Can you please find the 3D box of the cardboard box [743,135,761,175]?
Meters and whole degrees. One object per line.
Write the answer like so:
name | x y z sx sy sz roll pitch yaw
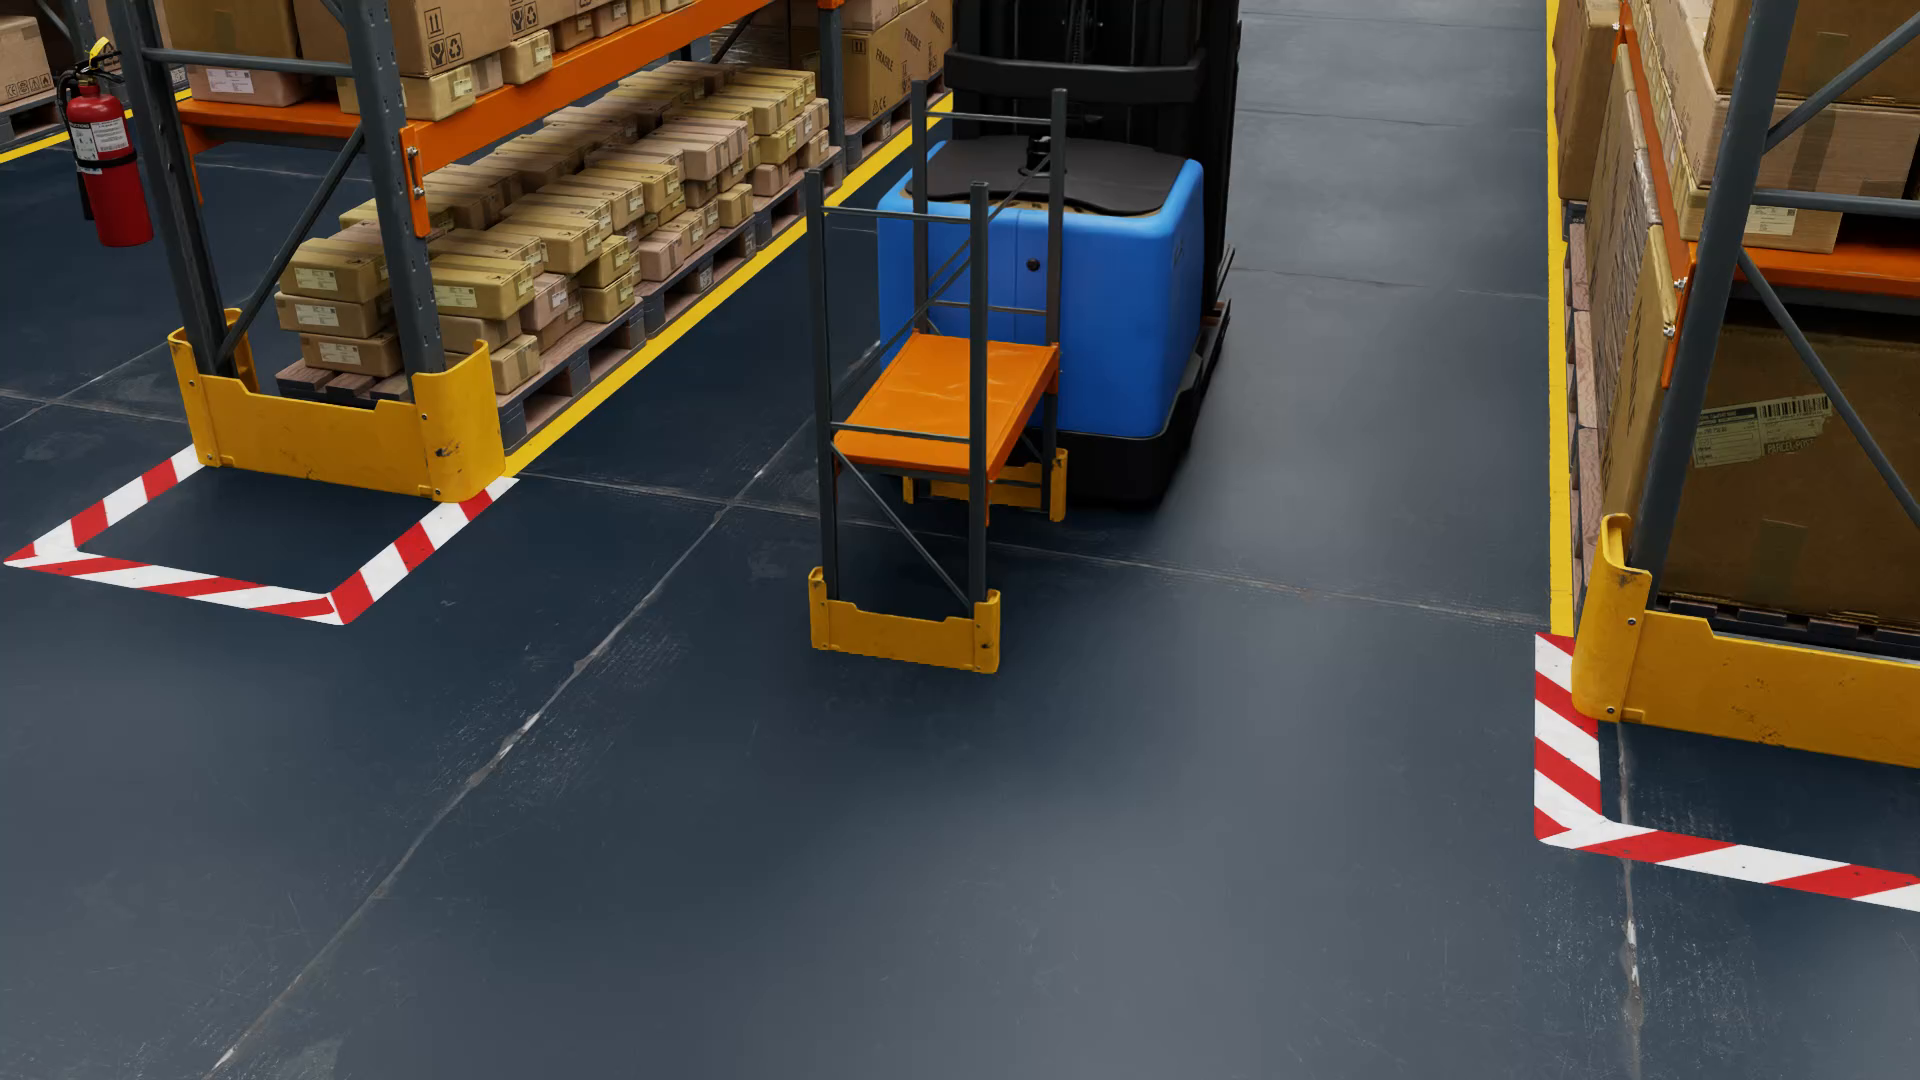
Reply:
cardboard box | -1.226 -1.940 8.346 0.380 0.149 0.250 9 30 15

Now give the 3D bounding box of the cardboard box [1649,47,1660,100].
cardboard box | 2.636 -1.621 5.836 0.380 0.149 0.250 9 30 16

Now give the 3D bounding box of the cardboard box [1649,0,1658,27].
cardboard box | 2.886 -2.078 6.248 0.500 0.250 0.500 9 30 16

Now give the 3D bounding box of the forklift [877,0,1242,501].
forklift | 0.573 -2.120 6.546 1.130 2.935 3.031 7 30 13

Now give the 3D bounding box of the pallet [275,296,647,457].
pallet | -2.020 -0.752 6.884 1.003 0.211 1.213 8 30 15

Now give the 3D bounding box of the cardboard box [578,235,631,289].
cardboard box | -1.615 -1.186 6.991 0.380 0.149 0.250 9 30 16

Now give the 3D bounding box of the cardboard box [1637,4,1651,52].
cardboard box | 2.862 -1.981 6.483 0.380 0.149 0.250 8 30 14

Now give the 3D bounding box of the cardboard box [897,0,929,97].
cardboard box | -0.516 -3.064 10.312 0.500 0.500 0.500 10 31 17

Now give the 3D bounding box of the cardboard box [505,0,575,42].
cardboard box | -1.786 -2.158 6.134 0.500 0.500 0.500 9 30 15

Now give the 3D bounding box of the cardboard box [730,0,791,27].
cardboard box | -1.164 -3.222 9.825 0.500 0.250 0.500 8 30 14

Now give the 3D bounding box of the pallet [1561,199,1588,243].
pallet | 3.726 -1.817 8.800 1.003 0.211 1.213 8 30 15

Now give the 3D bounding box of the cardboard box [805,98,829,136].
cardboard box | -0.929 -2.297 8.988 0.380 0.149 0.250 9 30 16

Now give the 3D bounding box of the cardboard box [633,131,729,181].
cardboard box | -1.309 -1.800 7.788 0.380 0.149 0.250 7 30 13

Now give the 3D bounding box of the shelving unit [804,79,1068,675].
shelving unit | -0.042 -0.536 5.172 0.587 1.500 1.083 7 30 13

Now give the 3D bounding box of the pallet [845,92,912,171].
pallet | -0.913 -2.565 10.143 1.003 0.211 1.213 8 30 15

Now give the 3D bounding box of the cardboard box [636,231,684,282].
cardboard box | -1.470 -1.286 7.477 0.380 0.149 0.250 7 30 12

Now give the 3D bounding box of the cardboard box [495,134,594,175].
cardboard box | -1.923 -1.766 7.727 0.380 0.149 0.250 9 30 15

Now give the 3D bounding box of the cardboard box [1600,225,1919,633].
cardboard box | 2.509 -0.371 5.086 0.875 0.875 0.875 8 30 15

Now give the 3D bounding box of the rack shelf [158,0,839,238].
rack shelf | -1.728 -2.177 7.318 1.077 0.370 4.000 8 30 15

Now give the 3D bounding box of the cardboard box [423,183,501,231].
cardboard box | -2.182 -1.400 7.071 0.380 0.149 0.250 7 30 13

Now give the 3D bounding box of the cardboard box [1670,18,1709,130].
cardboard box | 2.435 -1.371 4.977 0.500 0.250 0.500 8 30 14

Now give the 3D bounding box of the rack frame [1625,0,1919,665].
rack frame | 2.397 -0.808 4.116 1.000 3.000 0.127 8 30 15

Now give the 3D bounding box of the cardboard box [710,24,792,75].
cardboard box | -1.164 -2.892 10.003 0.500 0.500 0.500 8 30 14

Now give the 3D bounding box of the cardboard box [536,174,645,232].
cardboard box | -1.590 -1.454 7.166 0.380 0.149 0.250 10 31 17

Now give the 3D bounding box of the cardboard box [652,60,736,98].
cardboard box | -1.440 -2.488 9.026 0.380 0.149 0.250 10 31 17

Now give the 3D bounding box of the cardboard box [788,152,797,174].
cardboard box | -1.086 -2.019 8.795 0.380 0.149 0.250 9 30 16

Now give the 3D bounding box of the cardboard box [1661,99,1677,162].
cardboard box | 2.411 -1.264 5.195 0.380 0.149 0.250 9 30 16

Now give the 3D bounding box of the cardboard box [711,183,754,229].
cardboard box | -1.234 -1.647 8.126 0.380 0.149 0.250 8 30 15

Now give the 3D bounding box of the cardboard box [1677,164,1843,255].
cardboard box | 2.187 -0.910 4.559 0.380 0.149 0.250 9 30 16

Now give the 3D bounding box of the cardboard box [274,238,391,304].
cardboard box | -2.401 -1.042 6.426 0.380 0.149 0.250 9 30 15

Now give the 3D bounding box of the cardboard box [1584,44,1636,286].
cardboard box | 3.301 -1.626 7.341 0.875 0.875 0.875 8 30 15

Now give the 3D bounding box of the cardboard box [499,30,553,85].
cardboard box | -1.741 -1.798 6.155 0.380 0.149 0.250 8 30 13

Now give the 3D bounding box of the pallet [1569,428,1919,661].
pallet | 2.557 0.028 5.482 1.003 0.211 1.213 8 30 15

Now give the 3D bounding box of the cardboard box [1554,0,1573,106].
cardboard box | 4.254 -3.049 9.900 1.225 0.875 0.875 9 30 15

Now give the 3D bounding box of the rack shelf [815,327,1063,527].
rack shelf | -0.040 -0.384 5.267 0.538 0.185 1.000 7 30 13

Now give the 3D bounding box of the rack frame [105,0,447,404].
rack frame | -2.315 -1.562 5.473 1.000 3.000 0.127 8 30 15

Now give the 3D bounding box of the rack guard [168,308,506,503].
rack guard | -2.292 -0.505 6.144 1.175 0.500 0.348 8 30 15

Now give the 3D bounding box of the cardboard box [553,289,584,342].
cardboard box | -1.790 -0.947 6.868 0.380 0.149 0.250 9 30 15

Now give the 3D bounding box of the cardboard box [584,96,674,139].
cardboard box | -1.659 -2.120 8.364 0.380 0.149 0.250 8 30 14

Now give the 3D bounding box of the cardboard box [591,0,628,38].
cardboard box | -1.593 -2.171 6.826 0.380 0.149 0.250 8 30 14

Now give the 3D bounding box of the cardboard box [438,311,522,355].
cardboard box | -1.915 -0.837 6.363 0.380 0.149 0.250 10 31 17

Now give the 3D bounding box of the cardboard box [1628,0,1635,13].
cardboard box | 3.089 -2.345 7.138 0.380 0.149 0.250 7 30 13

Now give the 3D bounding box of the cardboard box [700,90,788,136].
cardboard box | -1.099 -2.175 8.463 0.380 0.149 0.250 8 30 14

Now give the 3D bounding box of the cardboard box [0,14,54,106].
cardboard box | -6.189 -2.868 10.023 0.875 0.438 0.875 8 30 14

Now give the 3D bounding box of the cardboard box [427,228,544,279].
cardboard box | -1.870 -1.100 6.531 0.380 0.149 0.250 9 30 16

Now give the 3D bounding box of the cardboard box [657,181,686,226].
cardboard box | -1.499 -1.579 7.698 0.380 0.149 0.250 10 31 17

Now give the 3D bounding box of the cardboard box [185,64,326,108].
cardboard box | -2.489 -1.644 5.879 0.380 0.149 0.250 9 30 15
